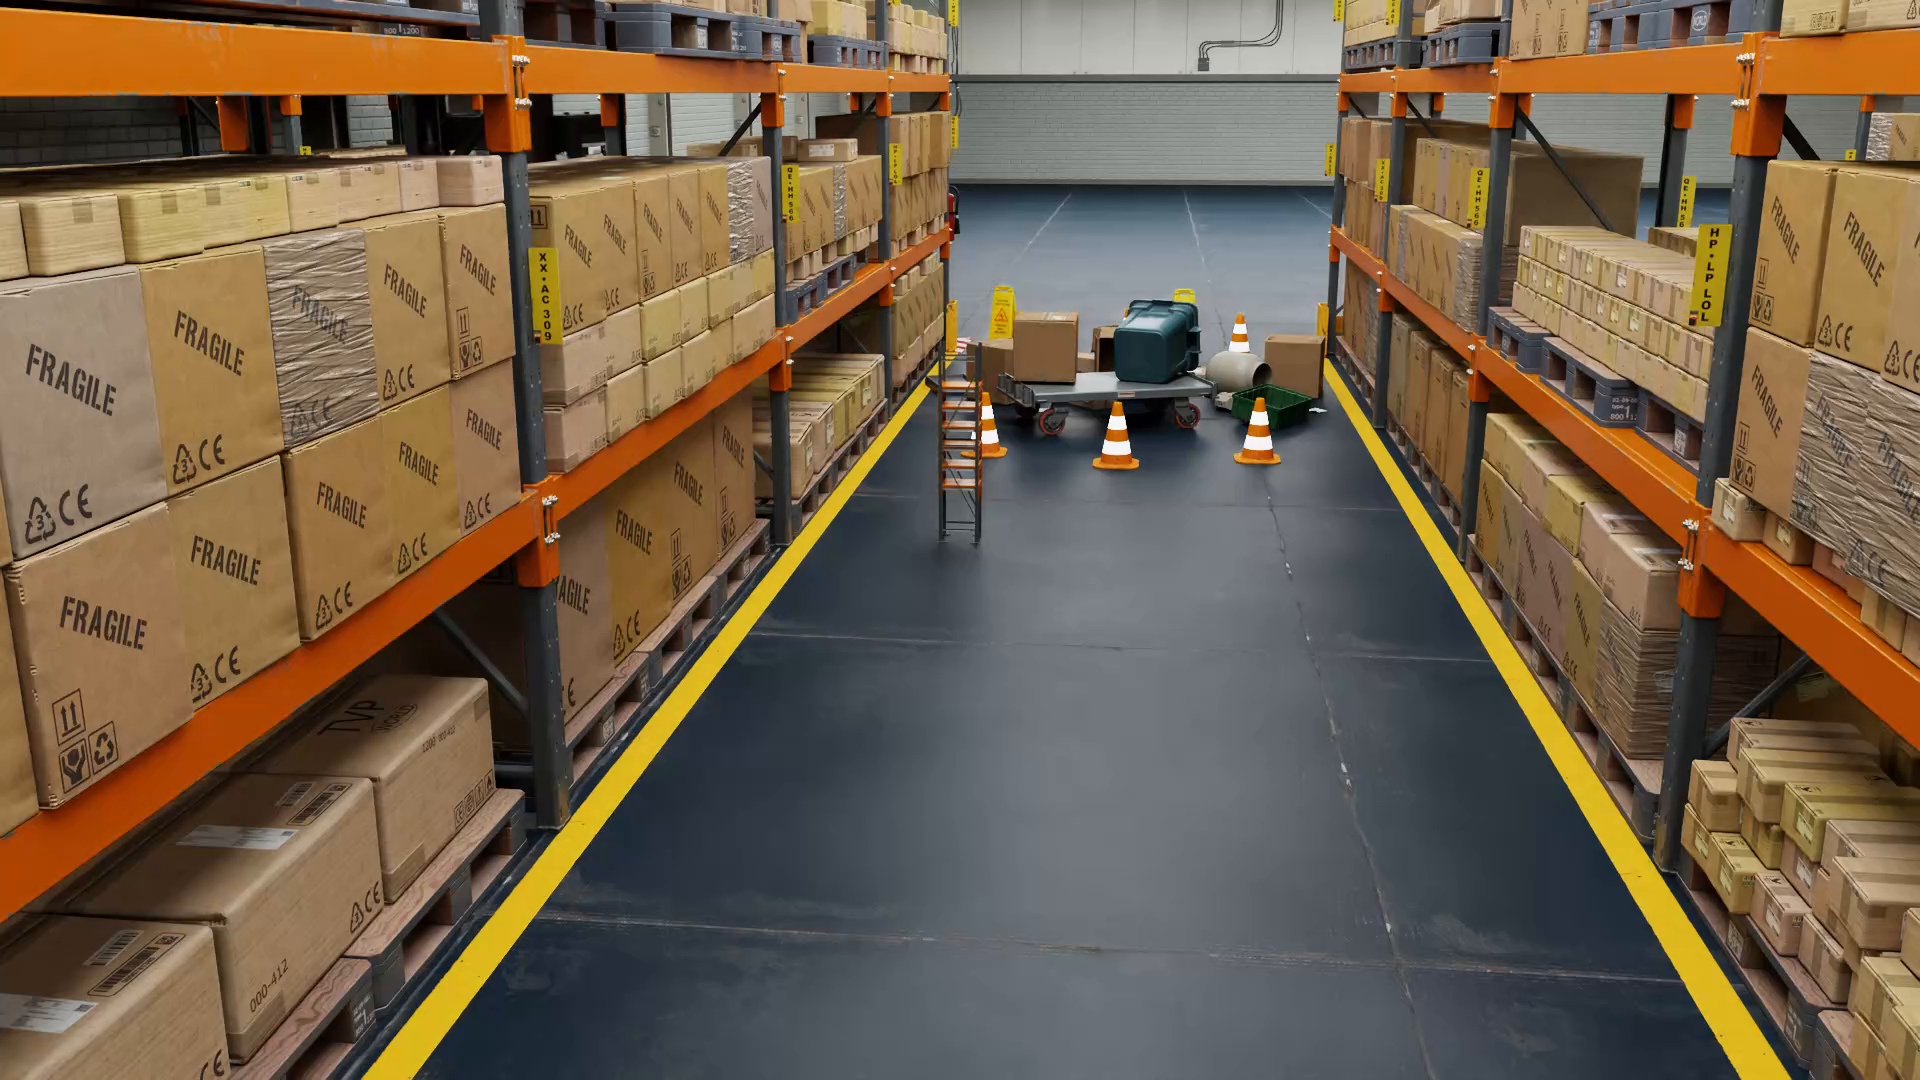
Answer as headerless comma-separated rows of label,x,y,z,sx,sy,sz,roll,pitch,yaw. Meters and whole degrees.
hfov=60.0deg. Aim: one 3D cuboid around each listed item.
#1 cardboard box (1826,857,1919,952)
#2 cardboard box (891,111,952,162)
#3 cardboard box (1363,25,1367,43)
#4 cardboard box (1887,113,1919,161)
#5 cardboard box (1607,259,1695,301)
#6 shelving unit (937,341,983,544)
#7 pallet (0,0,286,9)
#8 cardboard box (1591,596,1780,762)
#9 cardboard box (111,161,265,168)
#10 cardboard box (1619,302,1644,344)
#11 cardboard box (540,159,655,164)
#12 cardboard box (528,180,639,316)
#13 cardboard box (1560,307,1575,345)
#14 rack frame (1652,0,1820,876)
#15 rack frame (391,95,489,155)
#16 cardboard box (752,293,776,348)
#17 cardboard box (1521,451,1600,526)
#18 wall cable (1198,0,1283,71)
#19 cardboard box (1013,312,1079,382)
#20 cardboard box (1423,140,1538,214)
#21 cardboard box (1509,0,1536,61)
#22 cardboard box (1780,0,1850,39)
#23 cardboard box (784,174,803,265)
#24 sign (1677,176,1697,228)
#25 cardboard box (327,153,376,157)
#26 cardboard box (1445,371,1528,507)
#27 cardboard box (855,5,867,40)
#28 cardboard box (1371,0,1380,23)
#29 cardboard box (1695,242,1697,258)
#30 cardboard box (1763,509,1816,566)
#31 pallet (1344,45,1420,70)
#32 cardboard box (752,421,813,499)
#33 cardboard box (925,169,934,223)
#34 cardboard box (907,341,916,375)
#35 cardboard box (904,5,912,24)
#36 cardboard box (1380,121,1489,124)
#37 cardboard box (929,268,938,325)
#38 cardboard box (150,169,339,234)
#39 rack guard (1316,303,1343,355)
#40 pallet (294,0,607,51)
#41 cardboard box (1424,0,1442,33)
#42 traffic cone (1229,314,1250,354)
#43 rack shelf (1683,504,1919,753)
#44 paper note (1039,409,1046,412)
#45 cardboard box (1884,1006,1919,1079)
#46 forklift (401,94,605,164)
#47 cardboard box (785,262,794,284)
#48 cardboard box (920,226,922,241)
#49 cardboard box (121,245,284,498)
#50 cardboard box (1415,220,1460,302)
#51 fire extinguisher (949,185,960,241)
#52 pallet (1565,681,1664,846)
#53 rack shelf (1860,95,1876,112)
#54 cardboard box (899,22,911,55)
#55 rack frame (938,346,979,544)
cardboard box,2.529,0.963,4.371,0.380,0.149,0.250,2,15,7
cardboard box,-0.457,-4.043,16.689,0.700,0.500,0.500,1,15,5
cardboard box,3.786,-4.492,14.767,0.380,0.149,0.250,2,15,7
cardboard box,8.834,-3.625,15.146,0.500,0.500,0.500,2,15,6
cardboard box,2.959,-1.092,6.989,0.380,0.149,0.250,1,15,4
shelving unit,0.002,-0.583,10.019,0.258,1.200,0.189,2,15,6
pallet,-2.213,-1.272,3.544,1.003,0.211,1.213,2,15,6
cardboard box,2.793,0.530,6.441,0.500,0.500,0.500,1,15,5
cardboard box,-2.263,-1.030,4.875,0.380,0.149,0.250,2,15,6
cardboard box,2.925,-0.880,6.778,0.380,0.149,0.250,1,15,3
cardboard box,-1.864,-1.713,8.645,0.500,0.500,0.500,2,15,6
cardboard box,-1.605,-1.164,6.613,0.500,0.500,0.500,2,15,6
cardboard box,3.043,-1.005,7.809,0.380,0.149,0.250,2,15,8
rack frame,2.960,-0.275,5.433,1.000,3.000,0.127,2,15,6
rack frame,-5.548,-3.652,17.922,1.000,3.000,0.127,2,15,6
cardboard box,-1.318,-1.221,9.218,0.500,0.250,0.500,1,15,4
cardboard box,2.967,-0.239,7.848,0.500,0.250,0.500,2,15,7
wall cable,7.940,-16.258,46.533,2.305,6.003,0.169,2,15,6
cardboard box,0.705,-1.584,13.611,0.500,0.500,0.500,2,15,6
cardboard box,3.756,-2.618,11.992,0.700,0.500,0.500,1,15,5
cardboard box,3.082,-2.668,8.346,0.500,0.500,0.500,2,15,6
cardboard box,2.645,-1.538,4.645,0.500,0.250,0.500,2,15,9
cardboard box,-1.238,-1.937,10.011,0.500,0.500,0.500,1,15,5
sign,3.951,-1.820,9.078,0.100,0.325,0.005,2,15,6
cardboard box,-5.576,-3.462,15.216,0.380,0.149,0.250,1,15,5
cardboard box,3.569,-0.584,10.082,1.050,0.750,0.750,1,15,5
cardboard box,-0.989,-3.892,12.545,0.500,0.250,0.500,1,15,5
cardboard box,3.779,-4.516,14.092,0.500,0.250,0.500,2,15,6
cardboard box,3.725,-1.338,7.901,0.380,0.149,0.250,2,15,8
cardboard box,2.647,-0.021,4.973,0.380,0.149,0.250,2,15,8
pallet,4.240,-4.600,15.850,1.003,0.211,1.213,2,15,6
cardboard box,-1.445,-0.513,10.541,0.950,0.372,0.625,1,15,2
cardboard box,-0.525,-3.290,15.823,0.500,0.500,0.500,2,15,6
cardboard box,-0.683,-1.629,14.902,0.500,0.250,0.500,3,15,9
cardboard box,-0.612,-4.457,14.106,0.380,0.149,0.250,2,15,6
cardboard box,4.082,-3.320,14.339,0.875,0.550,0.550,2,15,6
cardboard box,-0.503,-2.393,16.293,0.500,0.500,0.500,2,15,8
cardboard box,-1.867,-0.888,4.349,0.380,0.149,0.250,2,15,6
rack guard,4.316,-2.187,17.292,1.175,0.500,0.348,2,15,6
pallet,-1.916,-1.989,6.393,0.805,0.209,1.217,1,15,4
cardboard box,3.546,-3.835,12.112,0.258,0.266,0.396,1,15,5
traffic cone,2.843,-2.067,16.919,0.336,0.463,0.334,2,15,6
rack shelf,2.734,0.591,3.608,1.077,0.370,4.000,2,15,6
paper note,0.688,-1.123,14.258,0.148,0.019,0.142,2,15,6
cardboard box,2.438,1.239,3.919,0.380,0.149,0.250,2,15,7
forklift,-2.938,-1.787,11.155,1.130,2.935,3.031,2,15,7
cardboard box,-1.232,-1.665,10.248,0.380,0.149,0.250,1,15,3
cardboard box,-0.559,-2.818,15.319,0.380,0.149,0.250,2,15,6
cardboard box,-1.927,-0.402,3.794,0.500,0.500,0.500,2,15,6
cardboard box,3.363,-1.877,11.167,0.500,0.500,0.500,2,15,7
fire extinguisher,-0.145,-3.486,17.455,0.296,0.674,0.183,2,15,6
pallet,3.046,0.869,6.543,1.003,0.211,1.213,2,15,6
rack shelf,9.005,-3.797,14.089,1.077,0.370,4.000,2,15,6
cardboard box,-0.697,-4.229,14.025,0.500,0.250,0.500,2,15,6
rack frame,-0.009,-0.559,9.932,0.240,1.200,0.006,2,15,6
